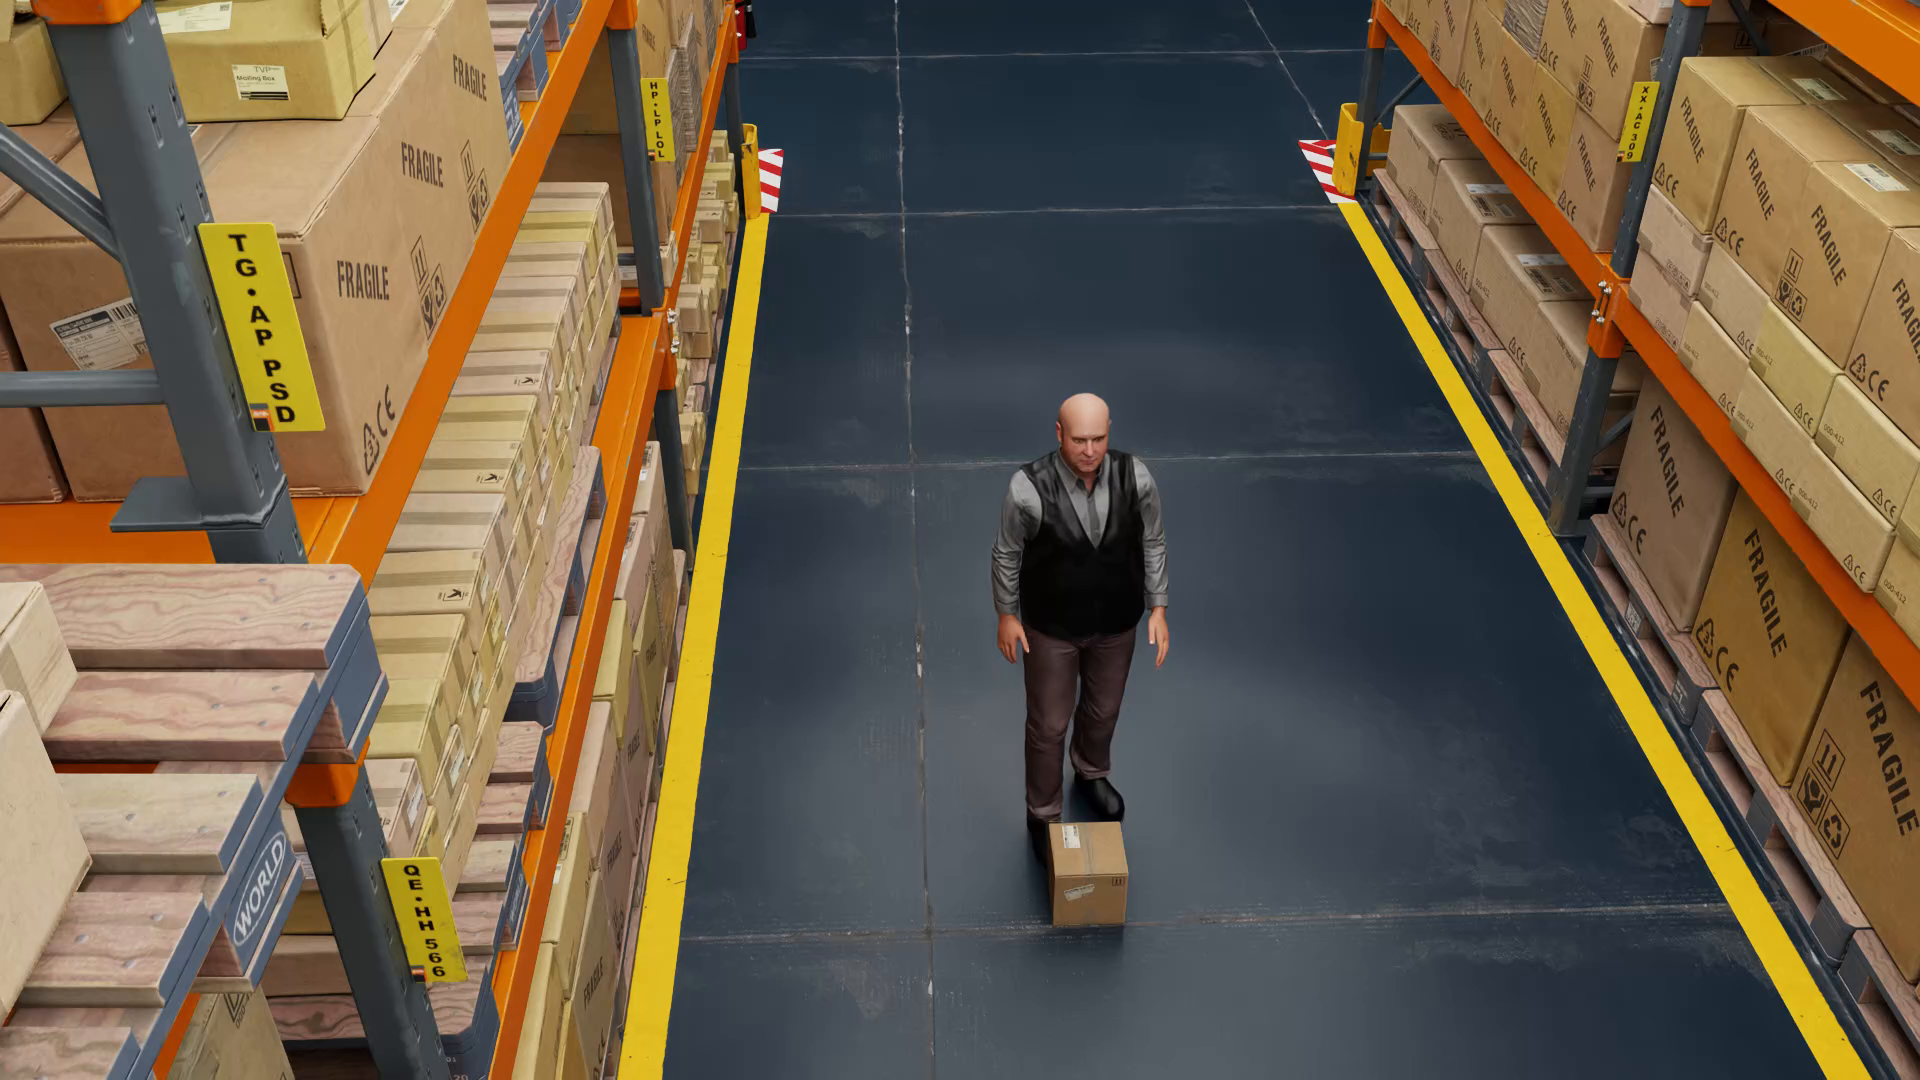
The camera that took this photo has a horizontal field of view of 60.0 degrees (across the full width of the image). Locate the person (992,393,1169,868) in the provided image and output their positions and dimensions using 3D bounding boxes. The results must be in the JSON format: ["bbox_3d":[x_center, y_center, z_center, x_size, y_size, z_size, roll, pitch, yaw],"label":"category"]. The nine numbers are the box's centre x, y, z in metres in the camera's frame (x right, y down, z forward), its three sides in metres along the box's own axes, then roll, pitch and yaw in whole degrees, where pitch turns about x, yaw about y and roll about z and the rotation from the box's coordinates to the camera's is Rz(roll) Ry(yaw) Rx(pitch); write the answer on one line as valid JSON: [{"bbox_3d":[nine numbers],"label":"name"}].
[{"bbox_3d":[0.434,0.324,5.707,0.591,1.740,0.526,-9,36,-12],"label":"person"}]
